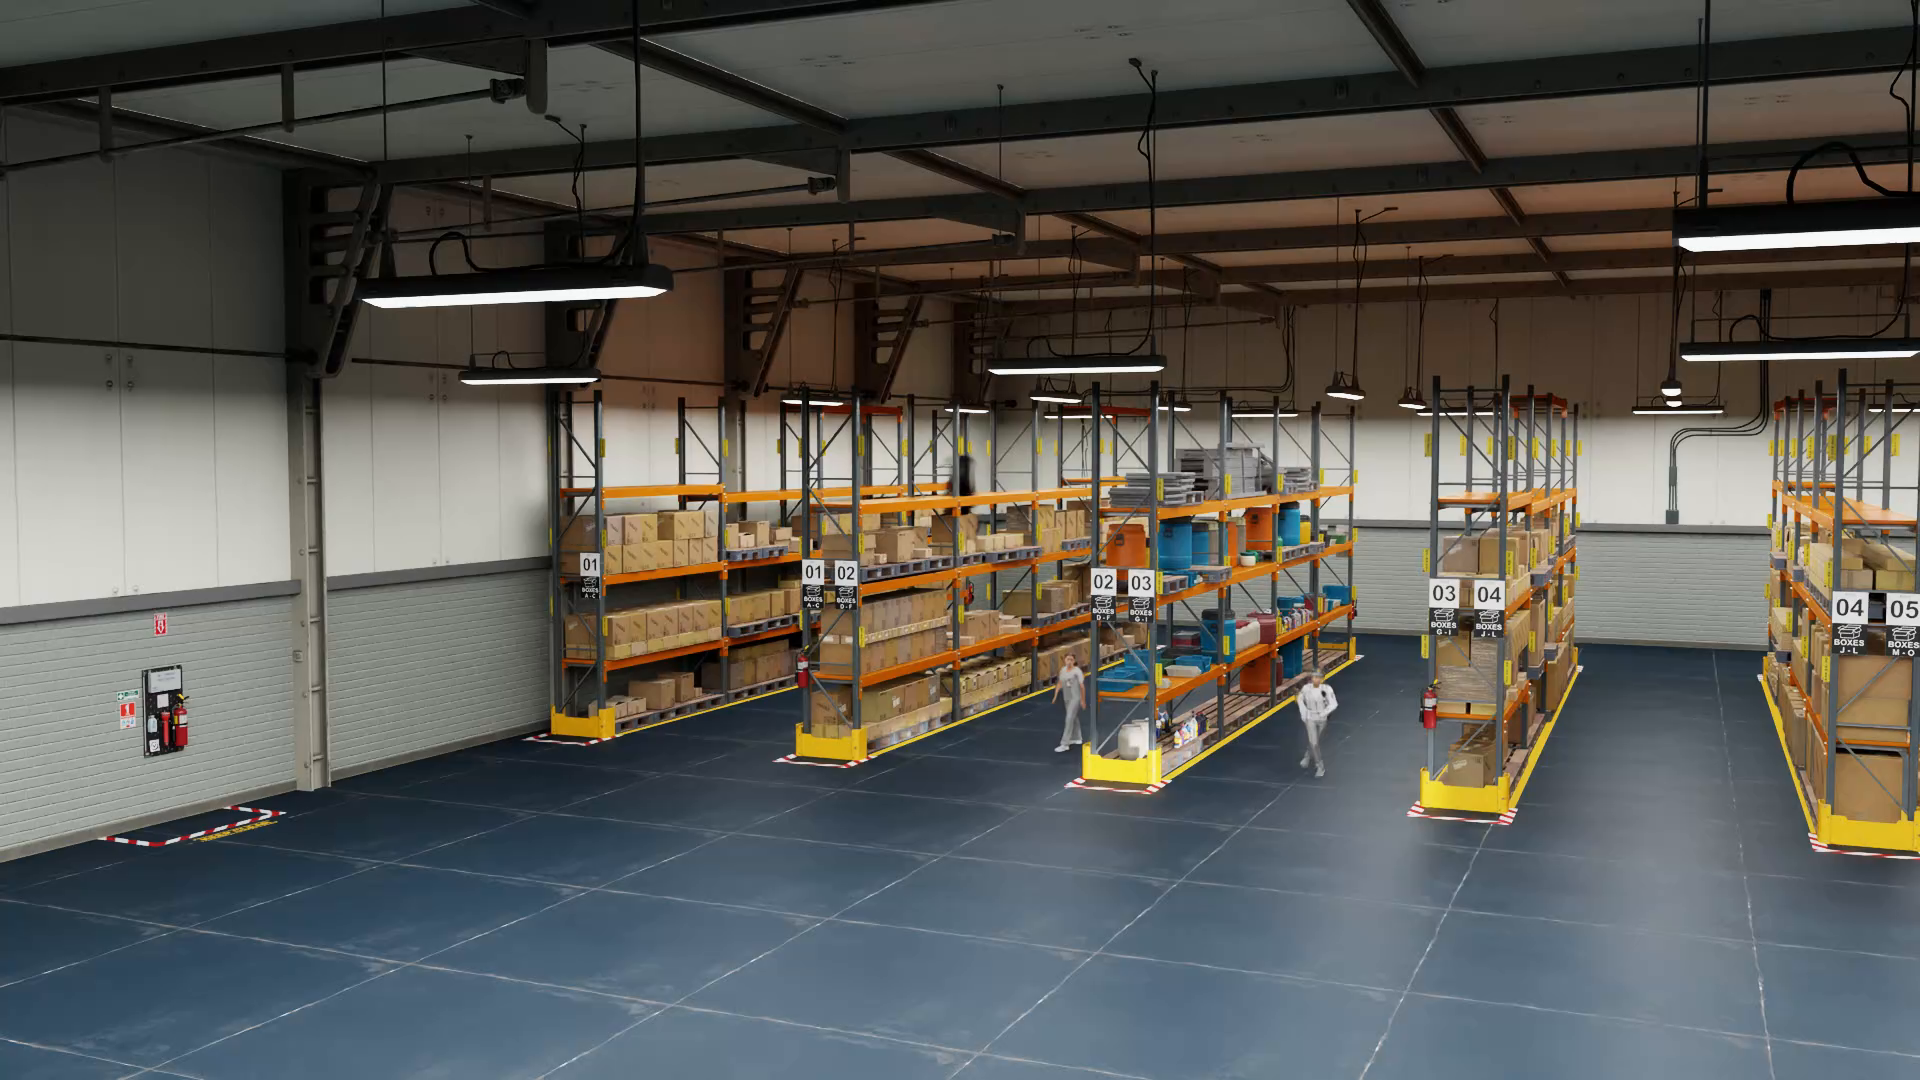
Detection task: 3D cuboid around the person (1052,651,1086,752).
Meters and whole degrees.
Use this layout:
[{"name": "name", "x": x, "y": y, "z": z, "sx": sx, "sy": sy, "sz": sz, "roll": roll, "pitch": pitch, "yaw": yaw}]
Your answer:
[{"name": "person", "x": 1.794, "y": 2.650, "z": 27.619, "sx": 0.828, "sy": 1.628, "sz": 0.617, "roll": -3, "pitch": 4, "yaw": -40}]

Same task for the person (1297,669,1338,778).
[{"name": "person", "x": 5.474, "y": 2.763, "z": 25.519, "sx": 0.575, "sy": 1.658, "sz": 0.774, "roll": 0, "pitch": 3, "yaw": 4}]

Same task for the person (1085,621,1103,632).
[{"name": "person", "x": 3.522, "y": 1.853, "z": 43.074, "sx": 0.592, "sy": 1.560, "sz": 0.628, "roll": 2, "pitch": 4, "yaw": 35}]

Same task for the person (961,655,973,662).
[{"name": "person", "x": 0.070, "y": 2.320, "z": 36.176, "sx": 0.606, "sy": 1.386, "sz": 0.989, "roll": 0, "pitch": 3, "yaw": 6}]
